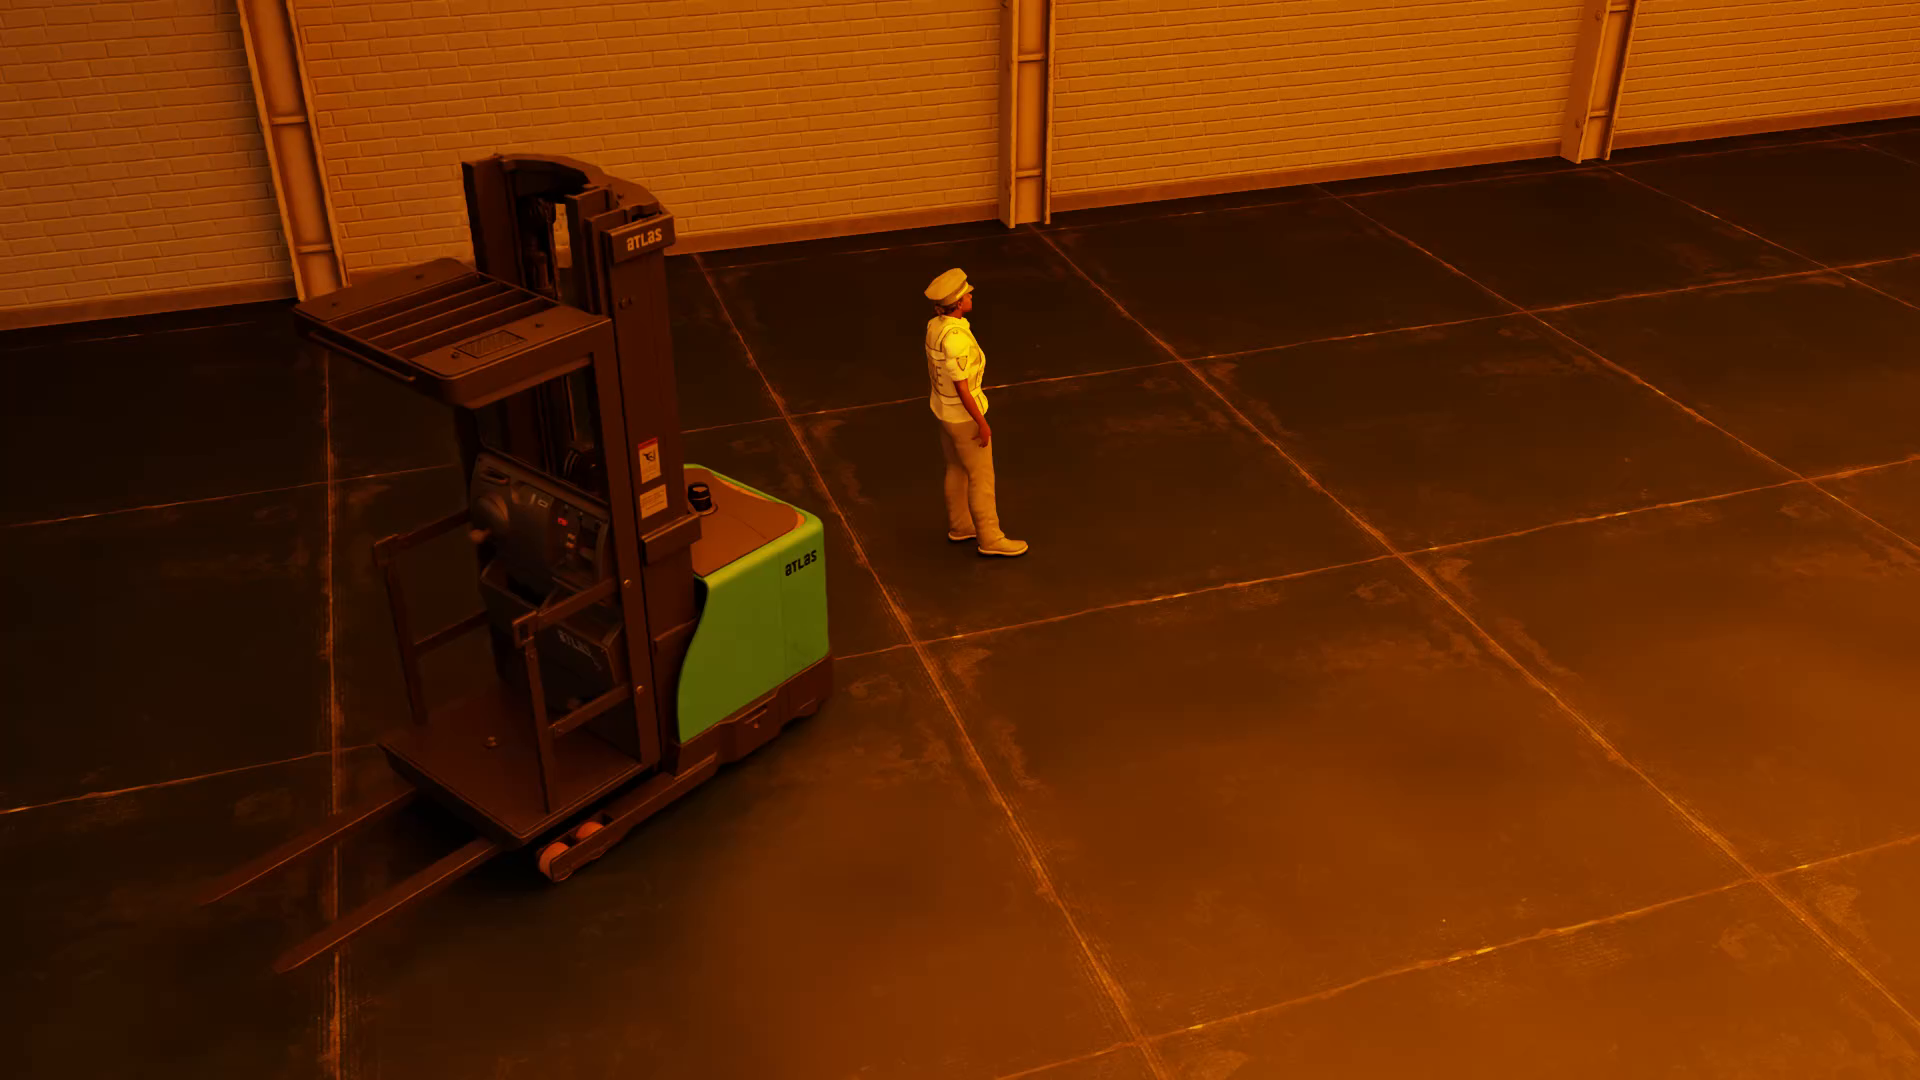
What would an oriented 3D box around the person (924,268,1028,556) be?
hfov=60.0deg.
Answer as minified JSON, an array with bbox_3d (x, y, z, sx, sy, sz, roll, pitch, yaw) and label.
[{"bbox_3d":[0.078,-0.744,9.604,0.528,1.697,0.570,-10,31,-16],"label":"person"}]

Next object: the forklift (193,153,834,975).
[{"bbox_3d":[-1.982,-0.039,7.155,1.130,2.935,3.031,23,37,34],"label":"forklift"}]
